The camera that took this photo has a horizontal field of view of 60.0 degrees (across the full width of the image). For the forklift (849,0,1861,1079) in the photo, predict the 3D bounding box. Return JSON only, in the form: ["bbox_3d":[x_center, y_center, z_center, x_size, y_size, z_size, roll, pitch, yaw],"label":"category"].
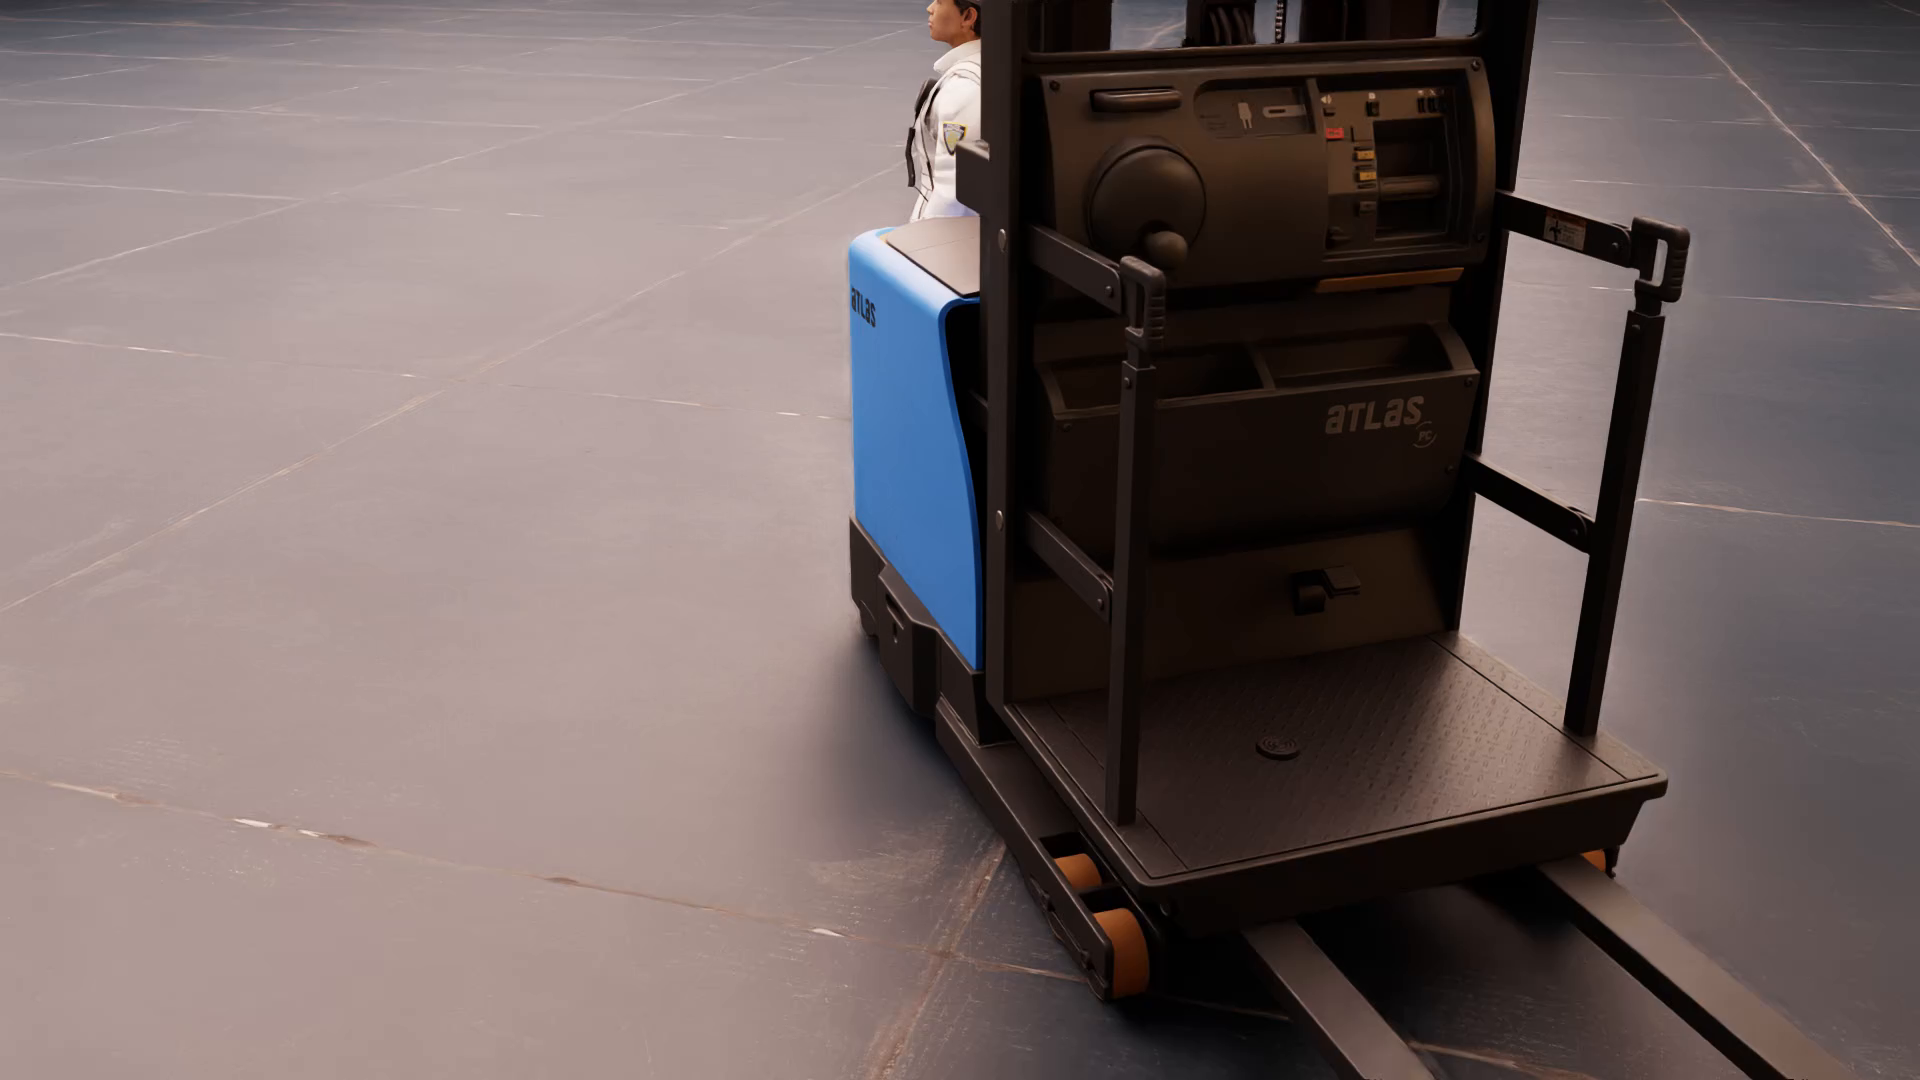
[{"bbox_3d":[0.665,-0.682,2.933,1.130,2.935,3.031,-8,24,-18],"label":"forklift"}]

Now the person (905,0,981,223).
[{"bbox_3d":[-0.063,-0.836,4.805,0.529,1.691,0.586,7,23,16],"label":"person"}]
